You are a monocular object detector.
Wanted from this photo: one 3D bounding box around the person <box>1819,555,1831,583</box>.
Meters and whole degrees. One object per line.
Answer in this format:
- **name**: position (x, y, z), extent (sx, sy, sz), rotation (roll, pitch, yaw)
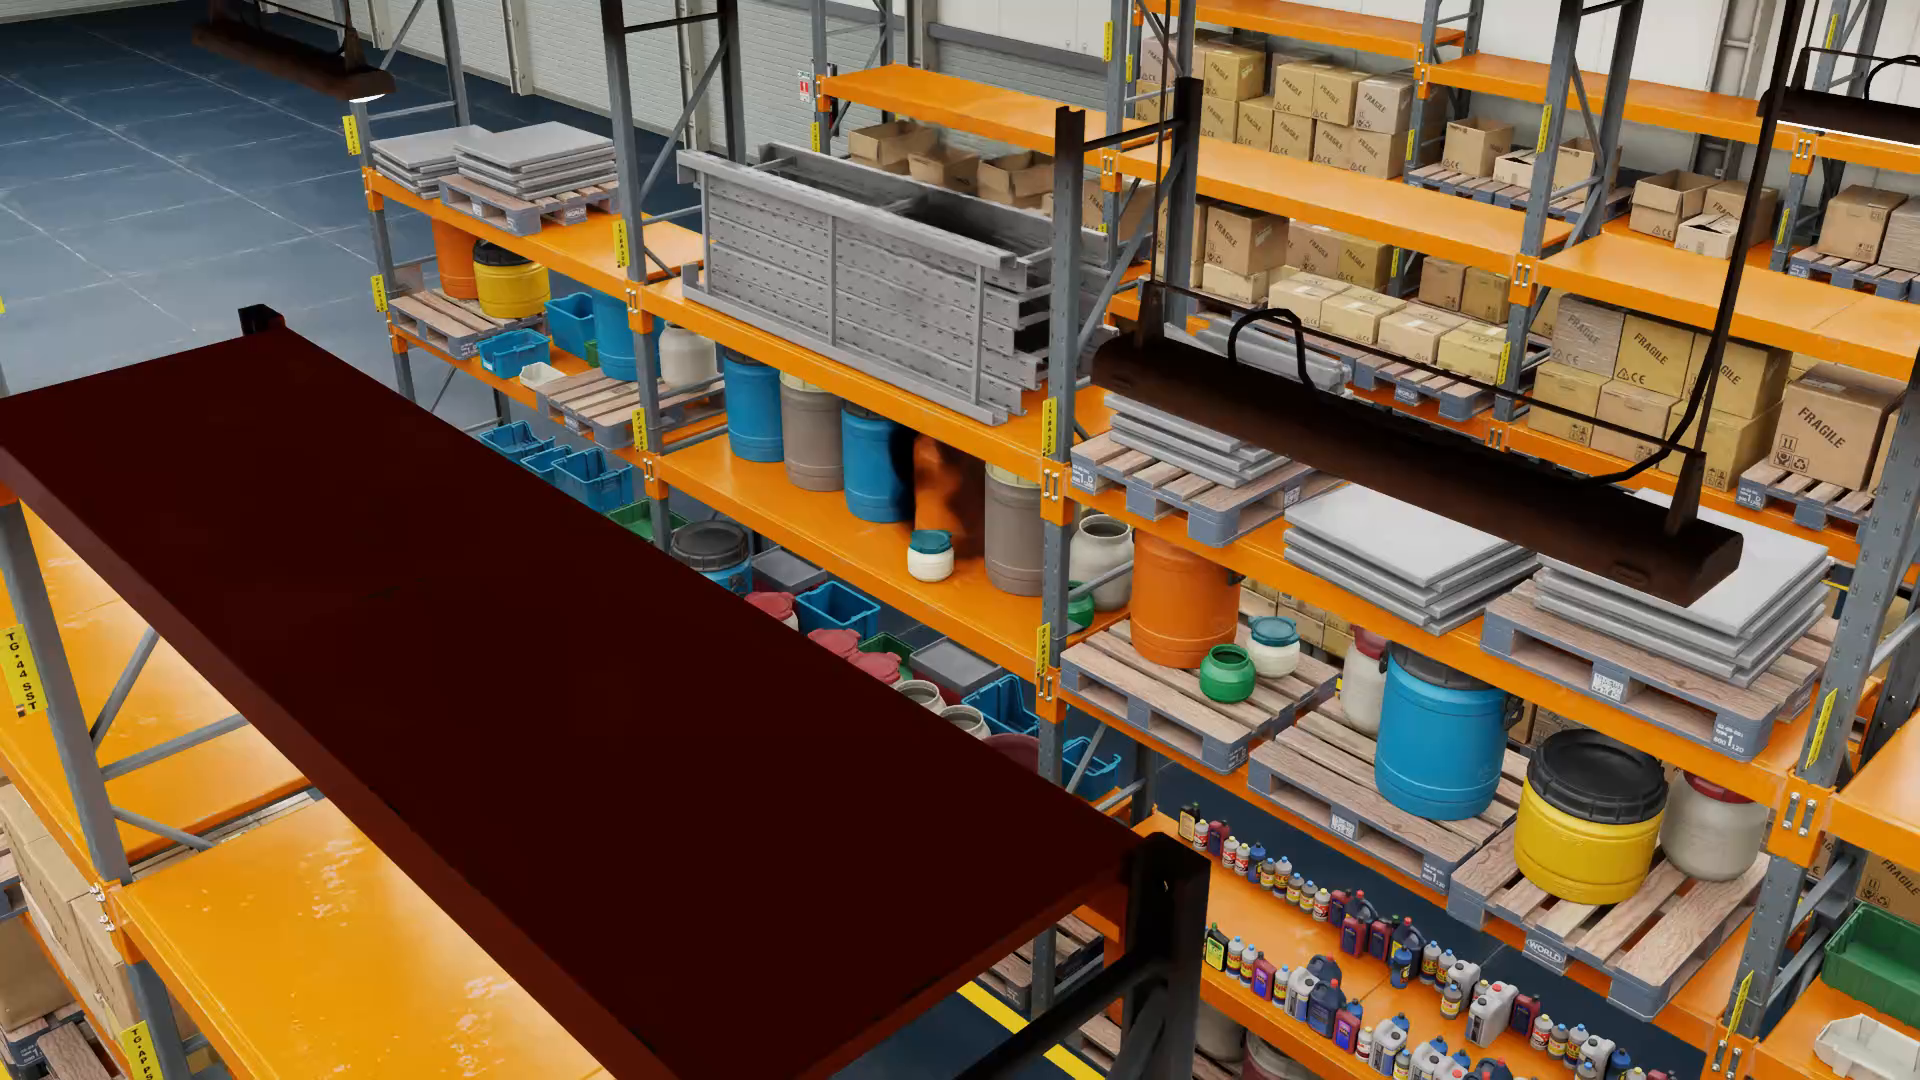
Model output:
- **person**: position (7.191, 0.346, 14.364), extent (0.657, 1.746, 0.672), rotation (21, 35, 34)
